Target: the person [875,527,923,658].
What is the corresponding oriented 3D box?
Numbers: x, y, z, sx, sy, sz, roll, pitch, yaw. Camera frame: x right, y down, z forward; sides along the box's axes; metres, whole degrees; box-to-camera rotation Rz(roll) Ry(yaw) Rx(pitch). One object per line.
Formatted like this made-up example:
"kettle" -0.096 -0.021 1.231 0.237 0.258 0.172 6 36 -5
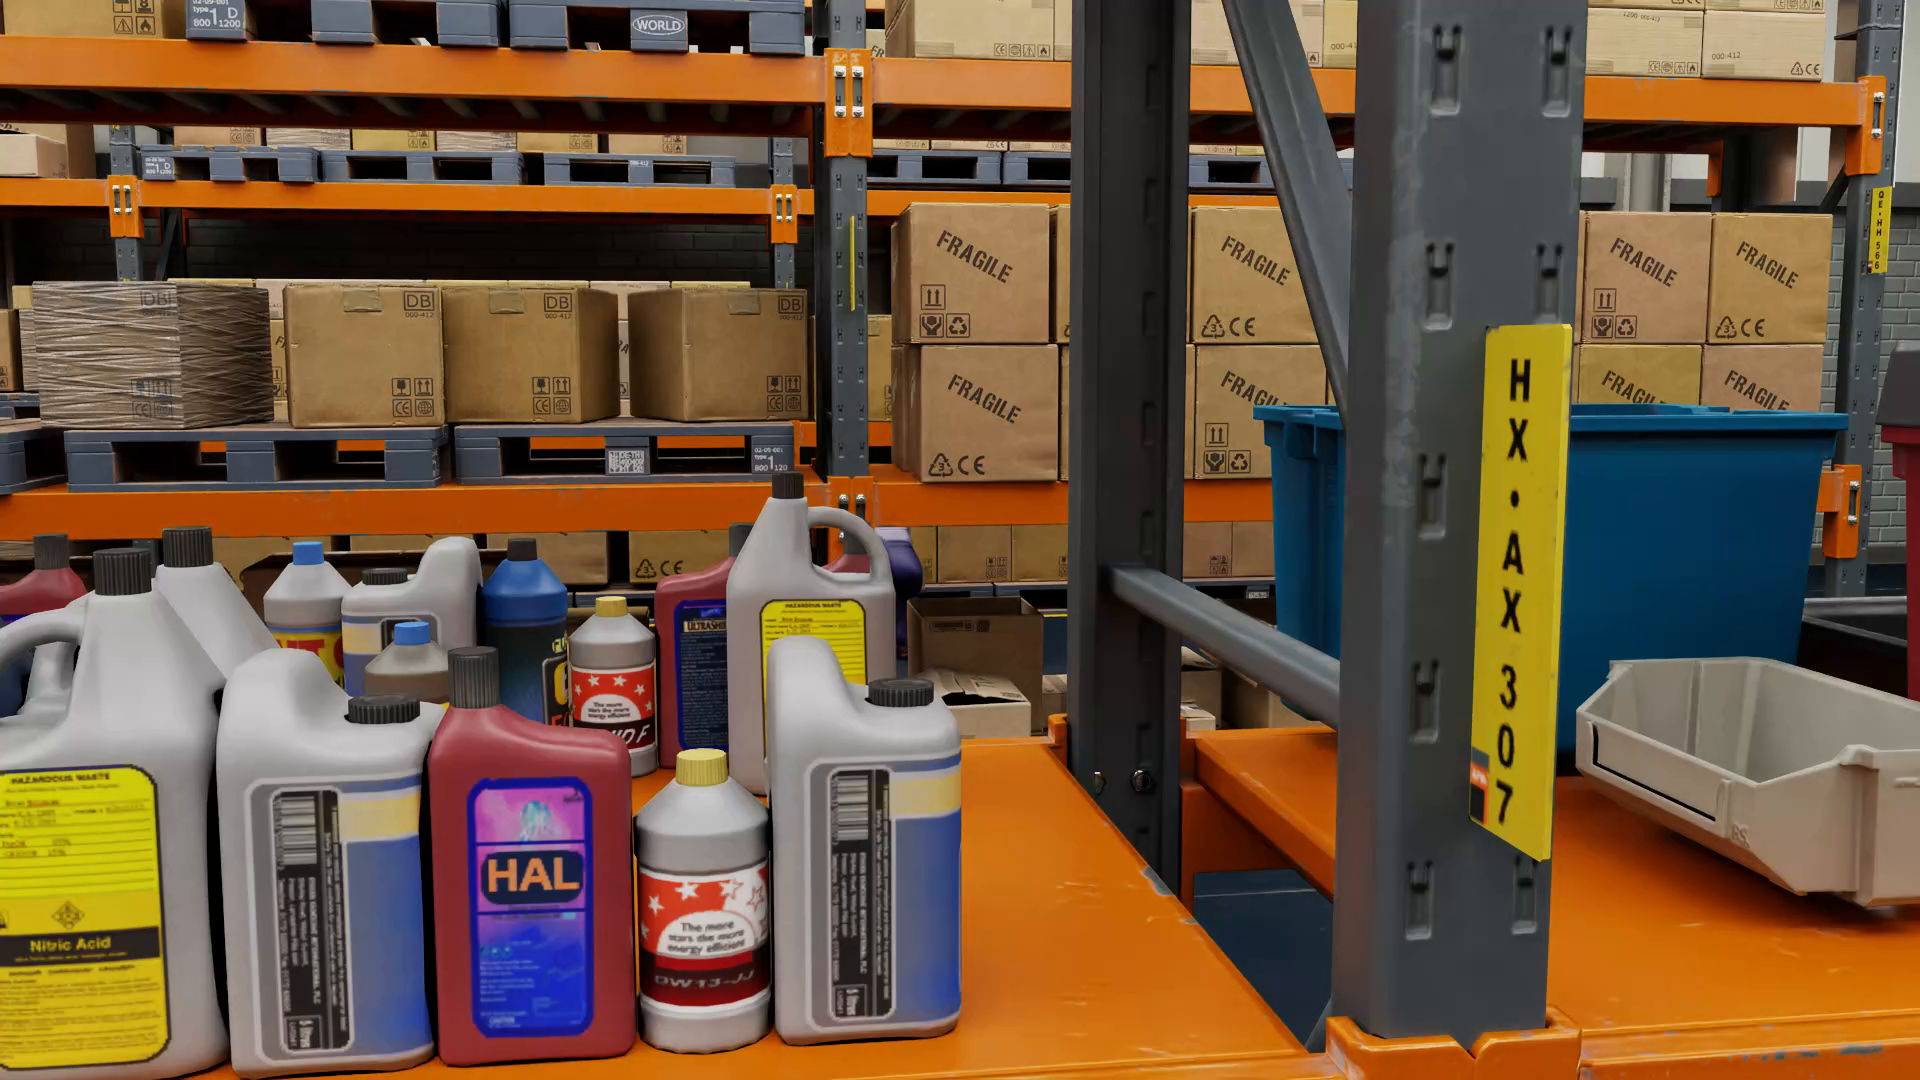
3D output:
"person" -0.495 0.172 9.743 0.530 1.005 0.729 -1 7 -9
